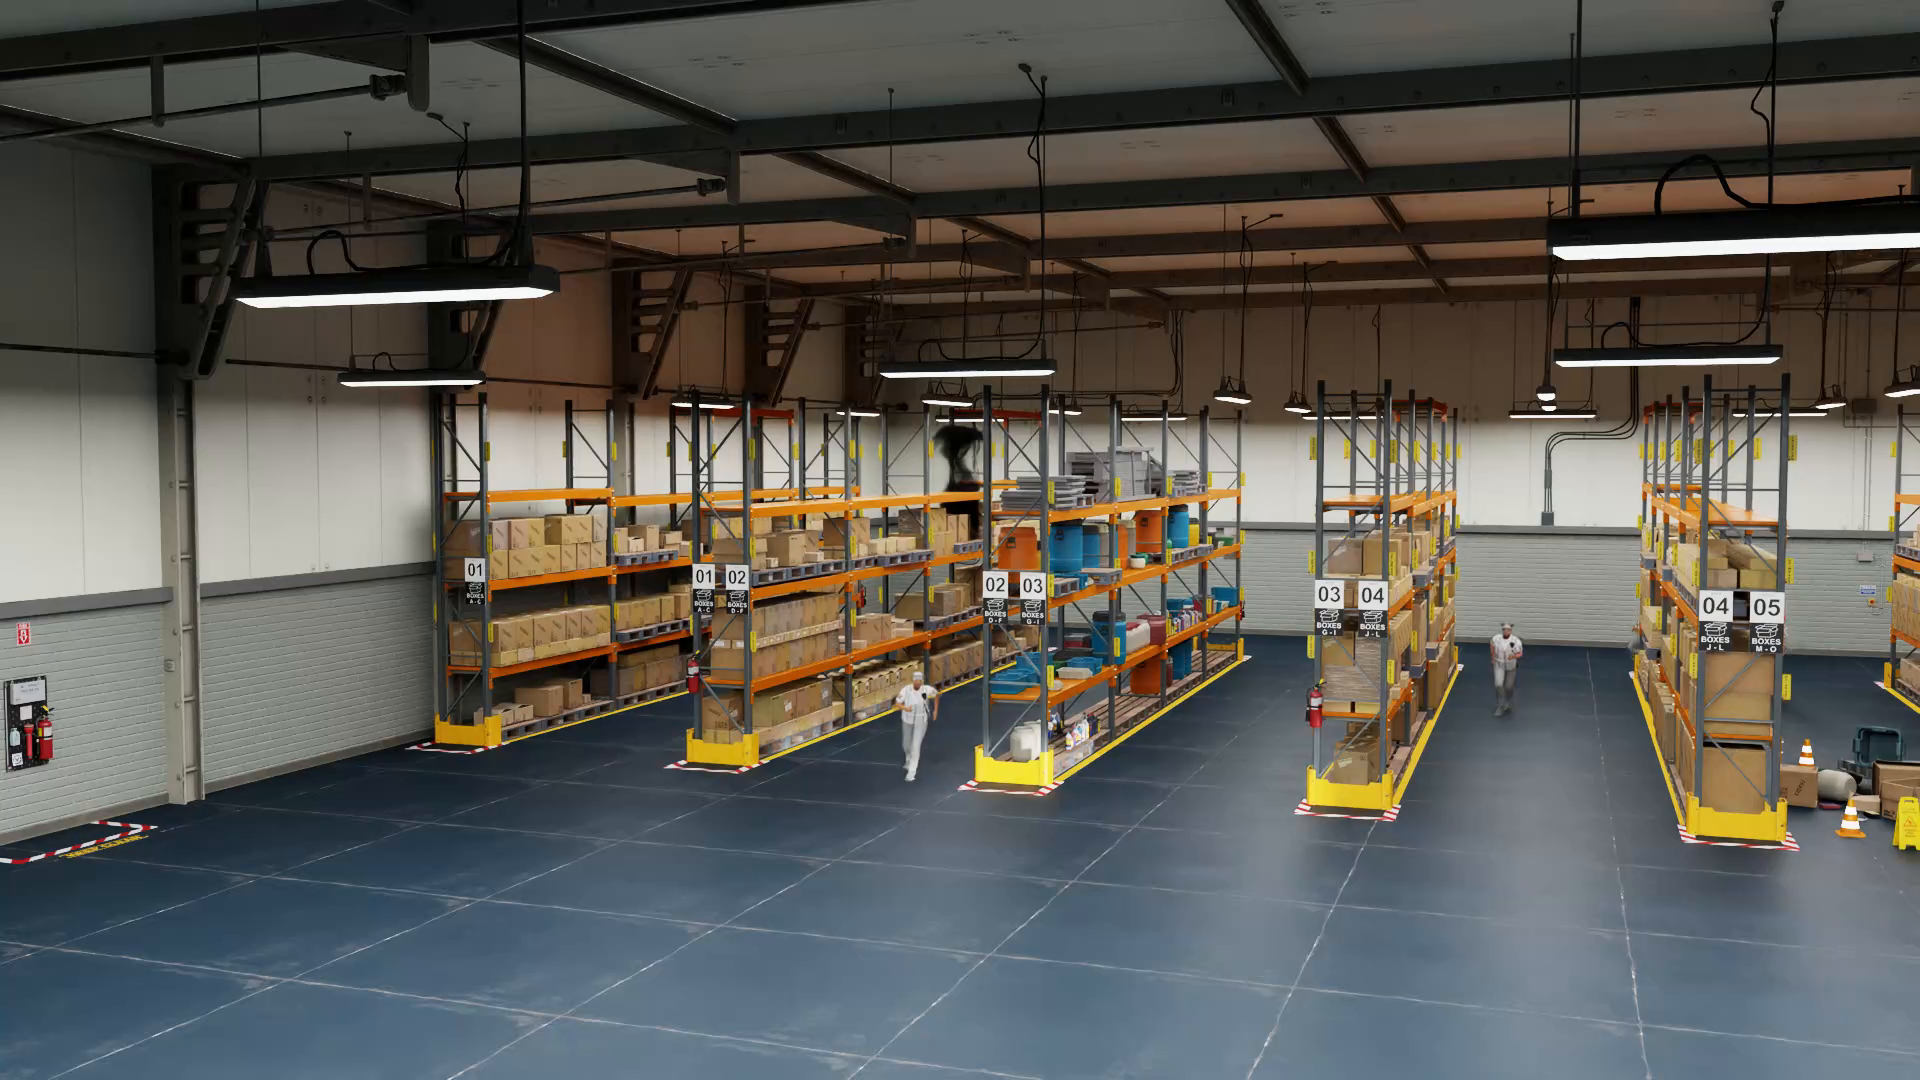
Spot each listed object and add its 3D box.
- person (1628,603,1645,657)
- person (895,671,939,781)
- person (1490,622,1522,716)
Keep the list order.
[{"bbox_3d":[15.576,2.163,37.927,0.625,1.663,0.642,2,3,28],"label":"person"},{"bbox_3d":[-0.668,2.825,25.667,0.665,1.638,0.943,0,3,6],"label":"person"},{"bbox_3d":[10.413,2.460,31.703,0.573,1.814,0.897,1,3,16],"label":"person"}]
